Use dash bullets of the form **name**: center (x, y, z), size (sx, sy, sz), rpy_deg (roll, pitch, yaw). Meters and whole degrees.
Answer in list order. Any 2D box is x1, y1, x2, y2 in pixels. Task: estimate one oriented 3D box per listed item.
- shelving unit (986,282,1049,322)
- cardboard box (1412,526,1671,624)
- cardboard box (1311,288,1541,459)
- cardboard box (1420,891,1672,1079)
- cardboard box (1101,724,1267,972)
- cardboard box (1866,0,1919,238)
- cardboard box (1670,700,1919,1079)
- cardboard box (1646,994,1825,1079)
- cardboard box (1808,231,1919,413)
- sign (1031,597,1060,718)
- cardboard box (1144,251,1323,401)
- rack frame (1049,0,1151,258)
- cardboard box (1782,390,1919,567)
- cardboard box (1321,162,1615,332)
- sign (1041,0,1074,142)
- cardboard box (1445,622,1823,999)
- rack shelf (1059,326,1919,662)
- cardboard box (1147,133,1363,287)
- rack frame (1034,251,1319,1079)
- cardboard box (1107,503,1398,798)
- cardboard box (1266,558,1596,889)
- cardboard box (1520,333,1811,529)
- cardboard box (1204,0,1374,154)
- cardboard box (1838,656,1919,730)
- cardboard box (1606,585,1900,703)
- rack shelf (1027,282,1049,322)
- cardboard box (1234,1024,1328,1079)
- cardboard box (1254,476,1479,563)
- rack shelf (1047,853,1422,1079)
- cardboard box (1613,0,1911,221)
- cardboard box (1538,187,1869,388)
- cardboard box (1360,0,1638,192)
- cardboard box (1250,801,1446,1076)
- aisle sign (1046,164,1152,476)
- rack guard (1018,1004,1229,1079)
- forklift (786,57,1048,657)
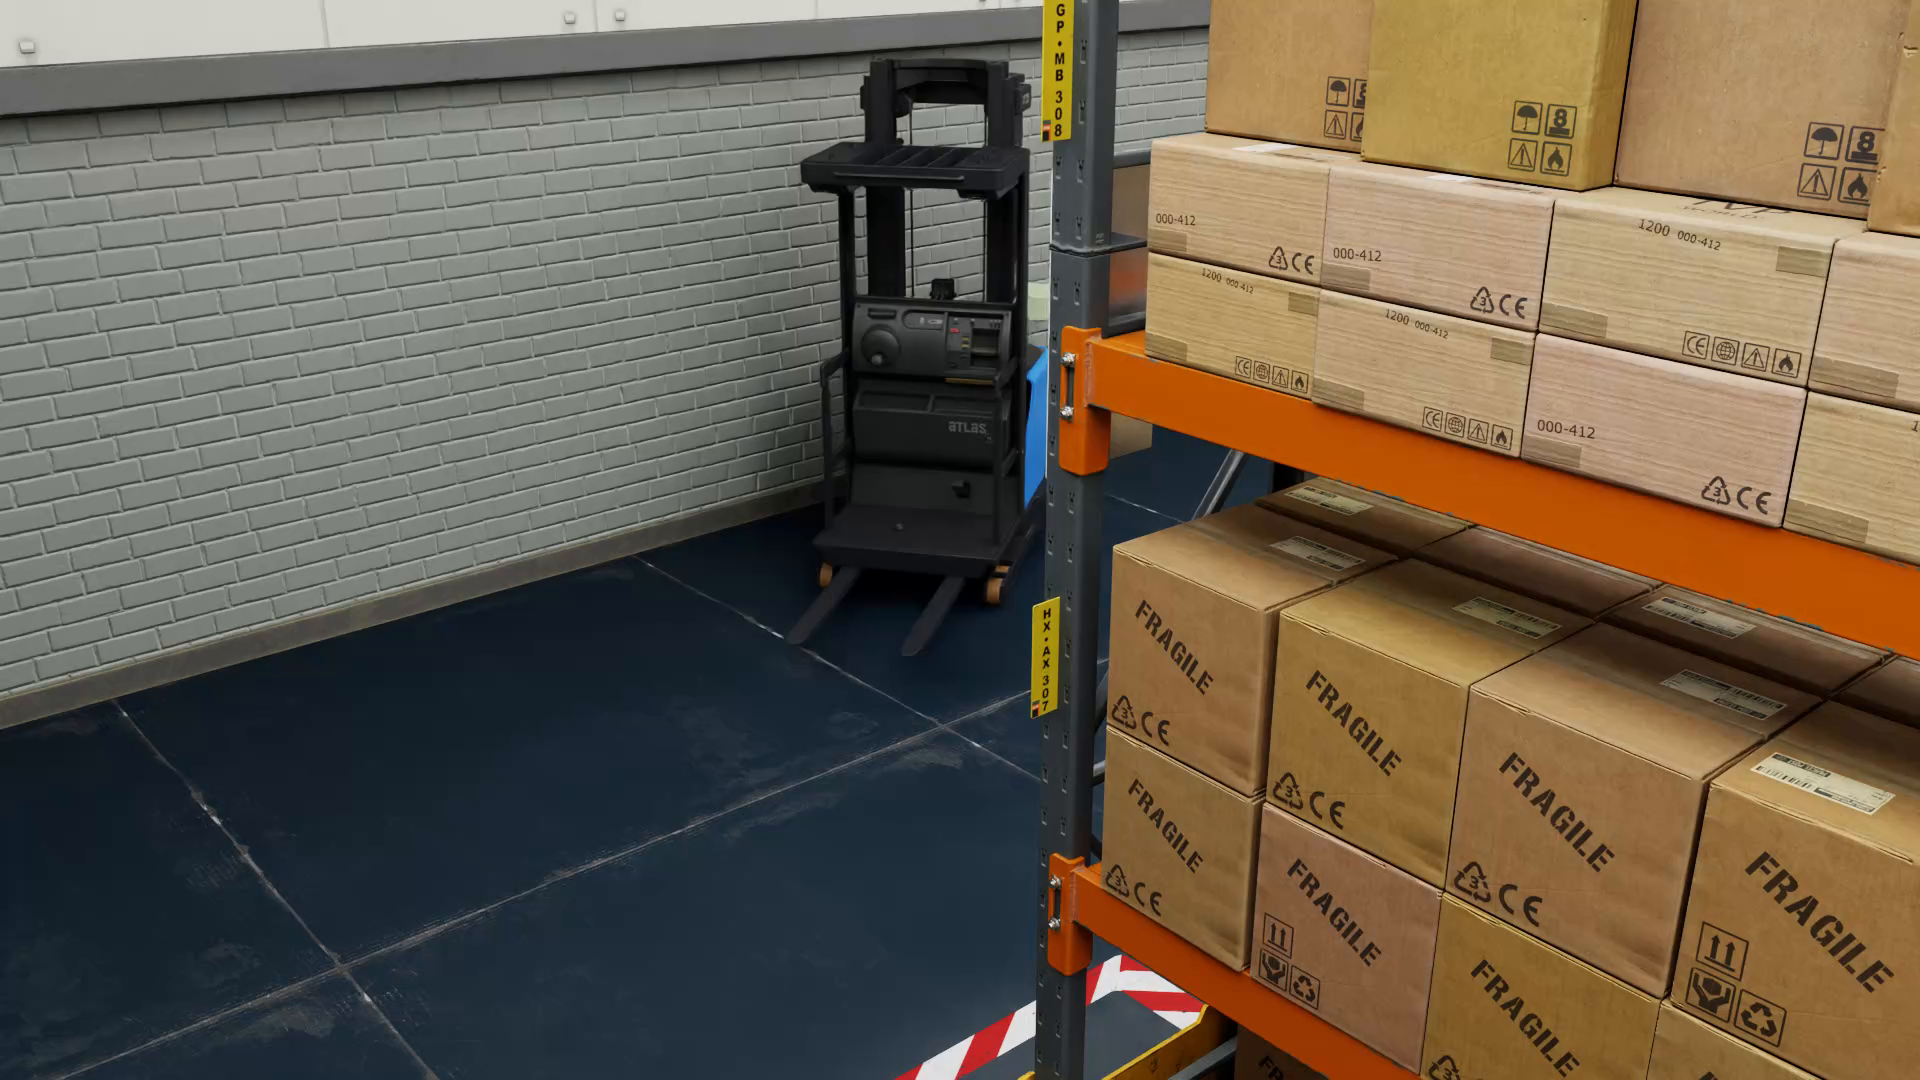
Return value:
- **shelving unit**: center (0.525, -1.149, 11.255), size (0.755, 1.500, 0.431), rpy_deg (3, 22, -8)
- **cardboard box**: center (1.468, 0.270, 4.174), size (0.500, 0.500, 0.500), rpy_deg (-17, 27, -36)
- **cardboard box**: center (1.098, -0.398, 3.480), size (0.500, 0.250, 0.500), rpy_deg (-17, 27, -37)
- **cardboard box**: center (1.395, 1.005, 3.669), size (0.500, 0.500, 0.500), rpy_deg (-18, 27, -38)
- **cardboard box**: center (0.728, 0.724, 4.386), size (0.500, 0.500, 0.500), rpy_deg (-17, 27, -36)
- **cardboard box**: center (1.912, -0.754, 2.676), size (0.700, 0.500, 0.500), rpy_deg (-17, 27, -37)
- **cardboard box**: center (1.730, 0.681, 3.125), size (0.500, 0.500, 0.500), rpy_deg (-18, 28, -38)
- **cardboard box**: center (1.720, 1.143, 3.315), size (0.500, 0.500, 0.500), rpy_deg (-17, 27, -37)
- **cardboard box**: center (1.752, -0.355, 2.685), size (0.500, 0.250, 0.500), rpy_deg (-17, 27, -37)
- **sign**: center (0.227, 0.311, 4.389), size (0.100, 0.325, 0.005), rpy_deg (-17, 27, -37)
- **cardboard box**: center (0.781, -0.539, 3.840), size (0.500, 0.250, 0.500), rpy_deg (-17, 27, -37)
- **rack frame**: center (0.638, -2.208, 3.783), size (1.000, 3.000, 0.127), rpy_deg (-17, 27, -37)
- **cardboard box**: center (1.757, -0.124, 2.779), size (0.500, 0.250, 0.500), rpy_deg (-17, 27, -37)
- **cardboard box**: center (1.098, -0.631, 3.389), size (0.500, 0.250, 0.500), rpy_deg (-17, 27, -37)
- **sign**: center (0.227, -1.089, 3.841), size (0.100, 0.325, 0.005), rpy_deg (-17, 27, -37)
- **cardboard box**: center (1.398, 0.540, 3.483), size (0.500, 0.500, 0.500), rpy_deg (-17, 27, -37)
- **rack shelf**: center (1.944, 0.076, 3.050), size (1.077, 0.370, 4.000), rpy_deg (-17, 27, -37)
- **cardboard box**: center (0.777, -0.771, 3.746), size (0.500, 0.250, 0.500), rpy_deg (-17, 27, -37)
- **rack frame**: center (0.638, 0.585, 4.877), size (1.000, 3.000, 0.127), rpy_deg (-17, 27, -37)
- **cardboard box**: center (0.728, 0.258, 4.203), size (0.500, 0.500, 0.500), rpy_deg (-16, 27, -36)
- **cardboard box**: center (1.075, 0.401, 3.839), size (0.500, 0.500, 0.500), rpy_deg (-17, 27, -37)
- **cardboard box**: center (1.425, -0.260, 3.128), size (0.500, 0.250, 0.500), rpy_deg (-17, 27, -37)
- **cardboard box**: center (0.986, -1.186, 3.777), size (0.700, 0.500, 0.500), rpy_deg (-17, 27, -37)
- **cardboard box**: center (2.145, 0.554, 3.449), size (0.500, 0.500, 0.500), rpy_deg (-16, 27, -36)
- **cardboard box**: center (1.810, 0.412, 3.811), size (0.500, 0.500, 0.500), rpy_deg (-17, 27, -36)
- **rack shelf**: center (0.565, -1.510, 11.112), size (0.720, 0.370, 0.431), rpy_deg (3, 22, -8)
- **cardboard box**: center (1.180, 1.636, 5.019), size (0.500, 0.500, 0.500), rpy_deg (-17, 27, -37)
- **cardboard box**: center (1.137, 0.131, 4.530), size (0.500, 0.500, 0.500), rpy_deg (-18, 28, -38)
- **rack shelf**: center (1.944, 1.473, 3.597), size (1.077, 0.370, 4.000), rpy_deg (-17, 27, -37)
- **cardboard box**: center (1.656, -0.915, 3.085), size (0.700, 0.500, 0.500), rpy_deg (-17, 27, -37)
- **cardboard box**: center (1.429, -0.494, 3.040), size (0.500, 0.250, 0.500), rpy_deg (-17, 27, -37)
- **cardboard box**: center (1.248, -1.027, 3.373), size (0.700, 0.500, 0.500), rpy_deg (-17, 27, -37)
- **cardboard box**: center (1.069, 0.865, 4.025), size (0.500, 0.500, 0.500), rpy_deg (-18, 28, -38)
- **aisle sign**: center (0.371, -0.574, 4.273), size (0.394, 0.787, 0.004), rpy_deg (-17, 27, -37)
- **rack guard**: center (0.688, 1.770, 5.279), size (1.175, 0.500, 0.348), rpy_deg (-17, 27, -37)
- **forklift**: center (-0.212, -1.137, 9.369), size (1.130, 2.935, 3.031), rpy_deg (5, 22, 13)
